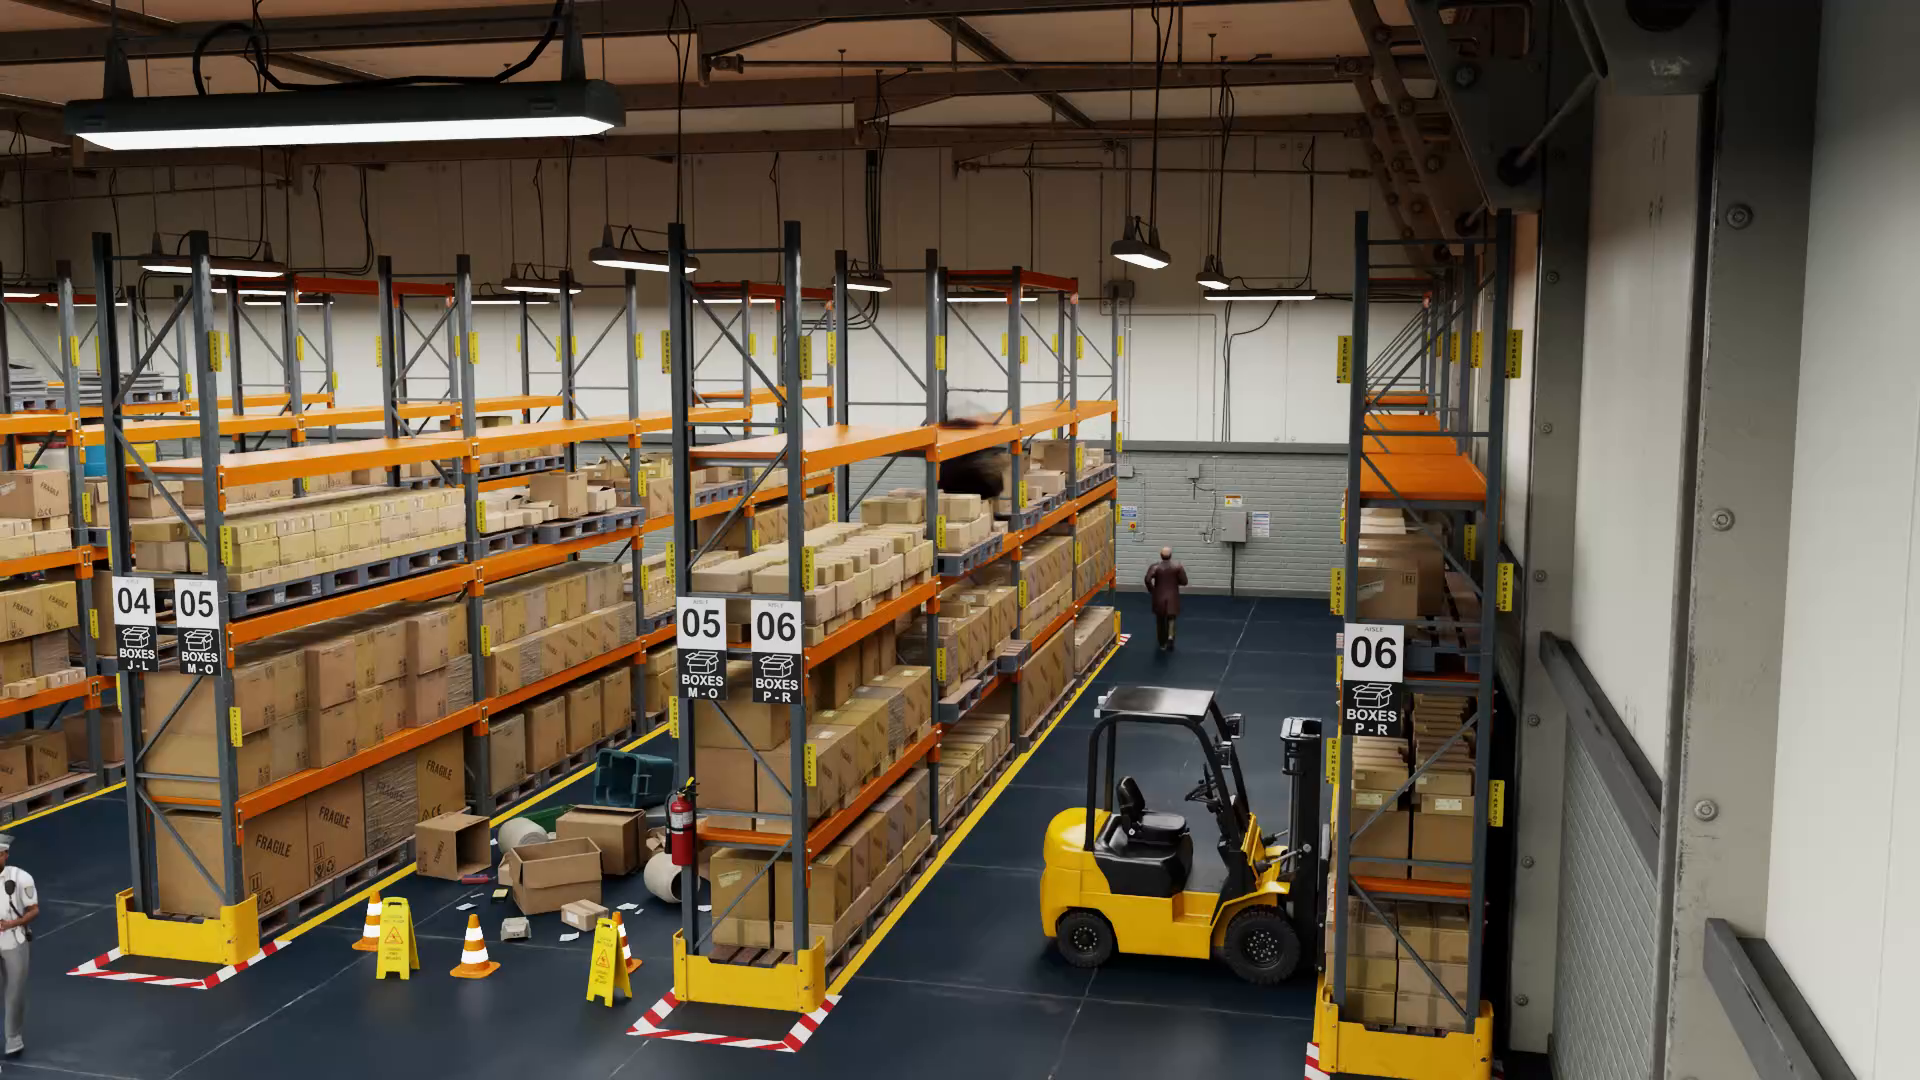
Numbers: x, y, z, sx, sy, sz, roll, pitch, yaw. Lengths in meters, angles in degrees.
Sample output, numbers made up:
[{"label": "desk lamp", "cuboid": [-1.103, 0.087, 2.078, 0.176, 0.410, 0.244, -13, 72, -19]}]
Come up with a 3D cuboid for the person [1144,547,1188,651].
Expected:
[{"label": "person", "cuboid": [3.348, 0.972, 27.043, 0.713, 1.748, 1.023, 1, 7, 6]}]

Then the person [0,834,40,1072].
[{"label": "person", "cuboid": [-6.794, 2.910, 11.739, 0.545, 1.732, 0.721, -4, 8, -32]}]
